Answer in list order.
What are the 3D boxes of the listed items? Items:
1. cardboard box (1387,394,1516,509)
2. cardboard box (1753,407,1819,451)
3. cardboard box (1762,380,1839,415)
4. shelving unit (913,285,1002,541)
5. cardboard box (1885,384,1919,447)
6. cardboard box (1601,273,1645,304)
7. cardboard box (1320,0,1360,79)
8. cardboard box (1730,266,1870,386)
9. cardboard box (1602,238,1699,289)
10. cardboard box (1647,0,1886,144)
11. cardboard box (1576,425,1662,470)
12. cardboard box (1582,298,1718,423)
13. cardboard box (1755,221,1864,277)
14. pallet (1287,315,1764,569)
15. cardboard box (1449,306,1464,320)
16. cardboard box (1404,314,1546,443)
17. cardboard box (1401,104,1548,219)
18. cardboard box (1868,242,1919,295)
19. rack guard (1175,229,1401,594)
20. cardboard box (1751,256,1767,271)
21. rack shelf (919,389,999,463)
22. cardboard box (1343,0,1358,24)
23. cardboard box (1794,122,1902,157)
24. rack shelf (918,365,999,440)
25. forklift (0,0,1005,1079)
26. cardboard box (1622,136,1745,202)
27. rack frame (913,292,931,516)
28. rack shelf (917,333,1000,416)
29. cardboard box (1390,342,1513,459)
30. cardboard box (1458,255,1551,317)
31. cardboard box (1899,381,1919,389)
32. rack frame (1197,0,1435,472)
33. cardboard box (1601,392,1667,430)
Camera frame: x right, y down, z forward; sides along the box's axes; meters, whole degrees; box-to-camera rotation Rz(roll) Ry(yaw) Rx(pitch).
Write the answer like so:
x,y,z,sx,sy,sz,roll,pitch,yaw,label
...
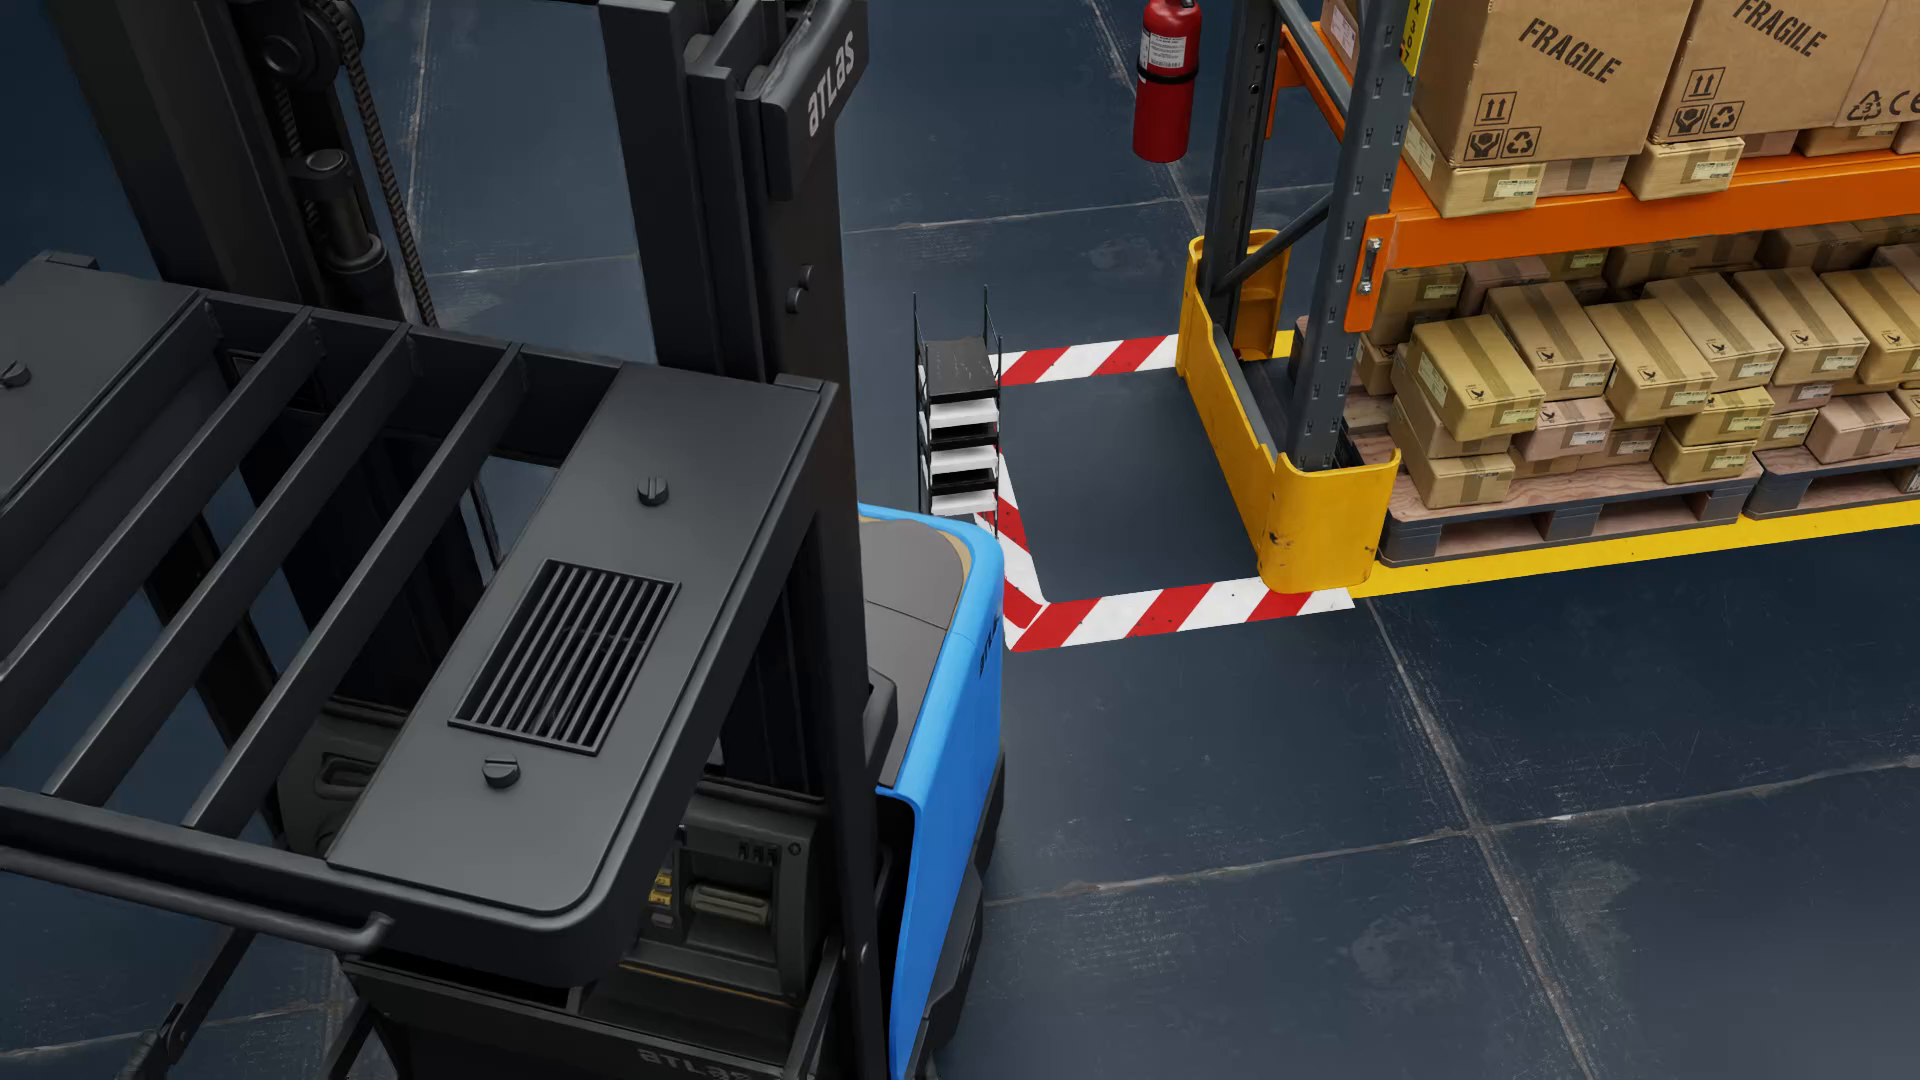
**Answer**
x,y,z,sx,sy,sz,roll,pitch,yaw,label
1.510,-0.288,5.132,0.250,0.149,0.380,-6,46,-6,cardboard box
2.503,-0.466,5.304,0.250,0.149,0.380,-7,46,-7,cardboard box
2.522,-0.577,5.204,0.250,0.149,0.380,-9,47,-9,cardboard box
-0.008,-0.311,4.925,0.210,0.900,0.258,-7,46,-7,shelving unit
3.032,-0.487,5.325,0.250,0.149,0.380,-7,46,-7,cardboard box
2.205,-0.846,5.464,0.250,0.149,0.380,-8,47,-7,cardboard box
1.213,-1.448,4.736,0.250,0.149,0.380,-7,46,-7,cardboard box
2.540,-0.656,5.074,0.250,0.149,0.380,-5,46,-5,cardboard box
2.175,-1.001,5.406,0.250,0.149,0.380,-9,47,-8,cardboard box
1.952,-1.375,4.216,0.500,0.500,0.500,-7,46,-7,cardboard box
1.998,-0.413,5.254,0.250,0.149,0.380,-7,46,-6,cardboard box
2.035,-0.540,4.962,0.250,0.149,0.380,-7,47,-7,cardboard box
2.709,-1.027,5.431,0.250,0.149,0.380,-9,47,-8,cardboard box
1.821,-0.411,5.499,1.213,0.211,1.003,-7,46,-7,pallet
1.678,-0.815,5.434,0.250,0.149,0.380,-8,47,-8,cardboard box
1.514,-0.480,4.905,0.250,0.149,0.380,-9,47,-9,cardboard box
1.315,-1.014,4.319,0.250,0.149,0.380,-7,47,-7,cardboard box
3.038,-0.755,5.169,0.250,0.149,0.380,-7,46,-7,cardboard box
1.014,-0.436,5.323,0.348,0.500,1.175,-7,46,-7,rack guard
2.686,-0.977,5.590,0.250,0.149,0.380,-5,46,-5,cardboard box
-0.008,-0.351,4.884,0.200,0.077,0.258,-7,46,-7,rack shelf
1.338,-1.670,4.500,0.500,0.500,0.500,-6,46,-6,cardboard box
2.336,-1.215,4.512,0.250,0.149,0.380,-8,47,-7,cardboard box
-0.008,-0.413,4.819,0.200,0.077,0.258,-7,46,-7,rack shelf
-0.742,0.644,2.594,1.130,2.935,3.031,10,47,10,forklift
1.832,-1.070,4.372,0.250,0.149,0.380,-8,47,-8,cardboard box
-0.108,-0.299,4.913,0.006,0.900,0.240,-7,46,-7,rack frame
-0.008,-0.475,4.754,0.200,0.077,0.258,-7,46,-7,rack shelf
1.499,-0.436,5.069,0.250,0.149,0.380,-5,46,-5,cardboard box
1.675,-0.892,5.301,0.250,0.149,0.380,-6,46,-6,cardboard box
3.050,-0.666,5.290,0.250,0.149,0.380,-5,46,-5,cardboard box
0.939,-1.294,4.414,0.127,3.000,1.000,-7,46,-7,rack frame
2.005,-0.523,5.152,0.250,0.149,0.380,-7,46,-6,cardboard box
